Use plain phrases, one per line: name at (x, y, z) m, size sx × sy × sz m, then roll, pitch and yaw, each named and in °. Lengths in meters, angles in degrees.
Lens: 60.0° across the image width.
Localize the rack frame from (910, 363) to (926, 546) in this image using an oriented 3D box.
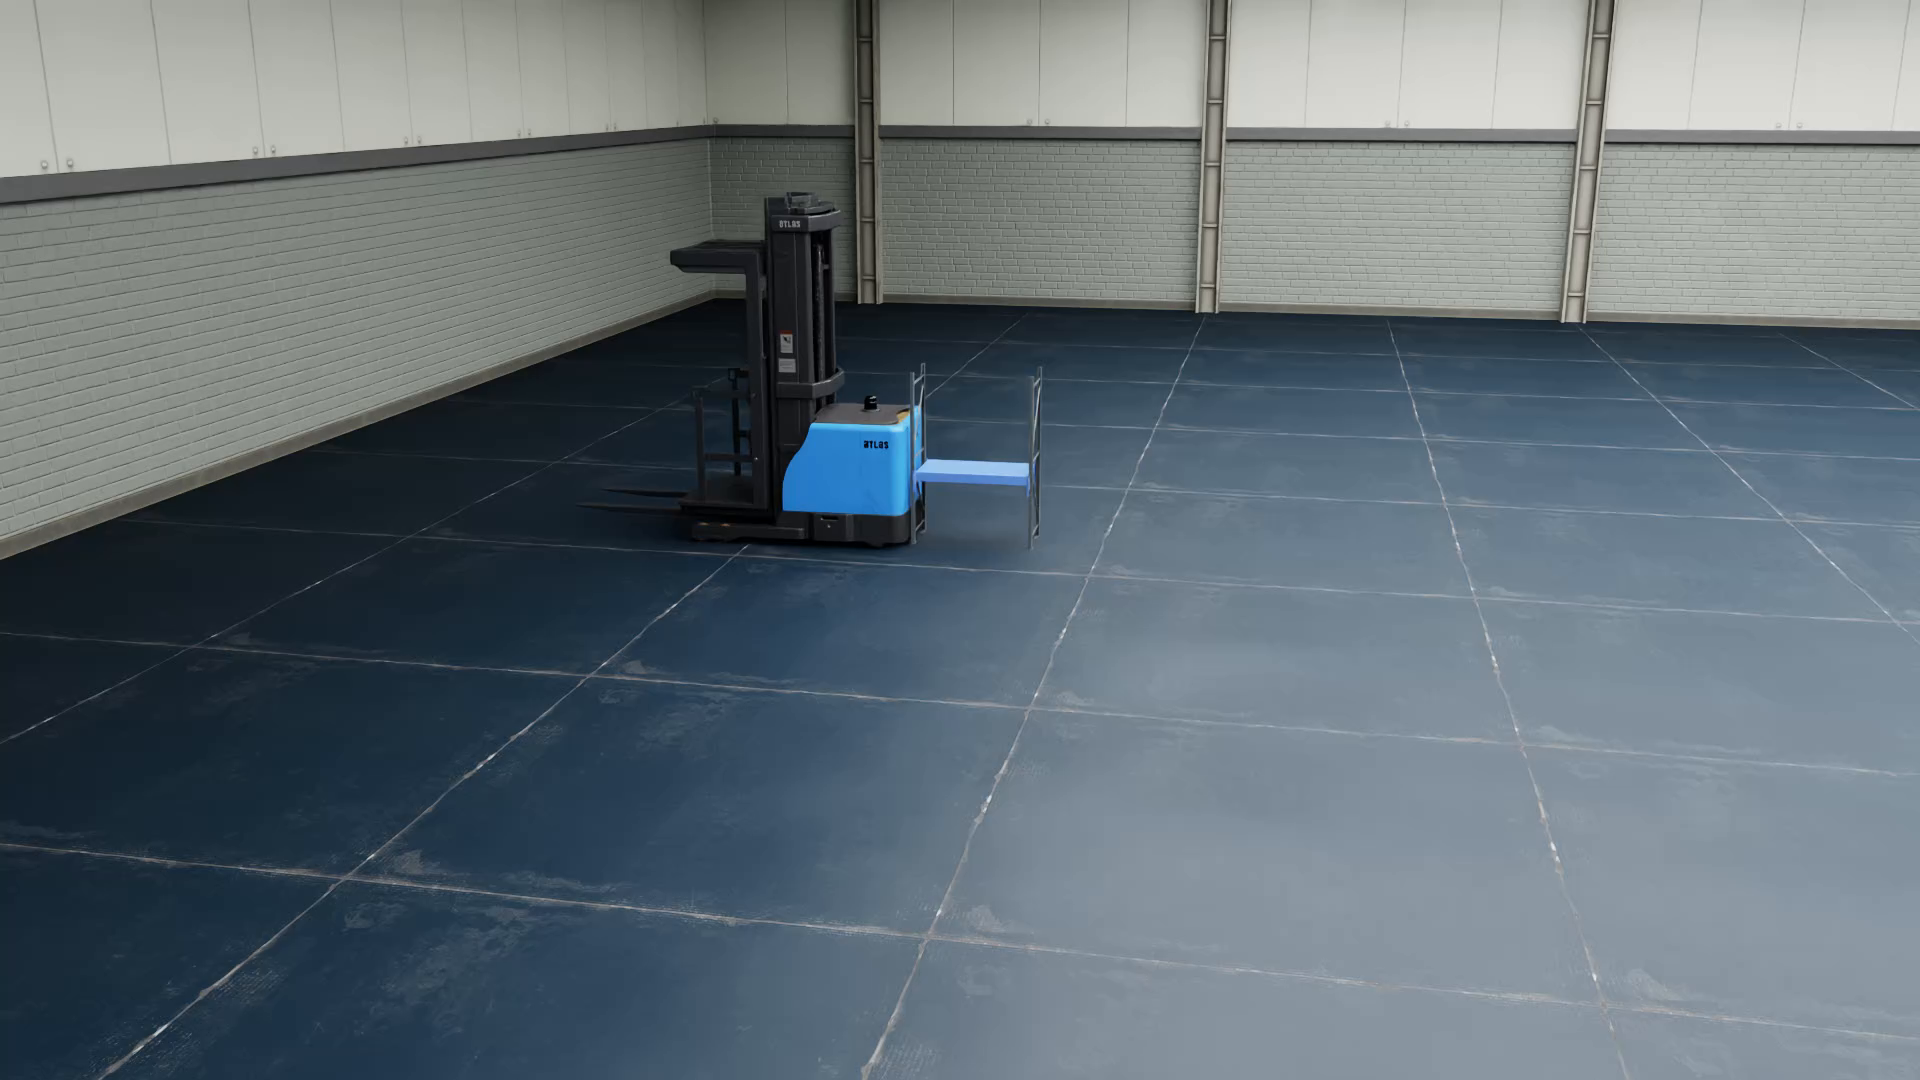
rack frame at (-0.361, -0.741, 14.359) m, size 0.032 × 1.500 × 0.500 m, roll 3°, pitch 16°, yaw 10°

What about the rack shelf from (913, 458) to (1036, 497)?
rack shelf at (0.139, -0.543, 14.318) m, size 1.000 × 0.185 × 0.538 m, roll 3°, pitch 16°, yaw 10°

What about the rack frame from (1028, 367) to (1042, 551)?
rack frame at (0.638, -0.692, 14.181) m, size 0.032 × 1.500 × 0.500 m, roll 3°, pitch 16°, yaw 10°

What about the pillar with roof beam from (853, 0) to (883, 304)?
pillar with roof beam at (-2.468, -7.472, 24.611) m, size 0.400 × 9.000 × 9.100 m, roll 3°, pitch 16°, yaw 11°

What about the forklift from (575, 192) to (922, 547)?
forklift at (-1.870, -1.521, 14.493) m, size 3.031 × 2.935 × 1.130 m, roll 3°, pitch 16°, yaw 10°

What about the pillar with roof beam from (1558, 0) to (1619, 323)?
pillar with roof beam at (9.292, -6.834, 22.307) m, size 0.400 × 9.000 × 9.100 m, roll 3°, pitch 16°, yaw 11°

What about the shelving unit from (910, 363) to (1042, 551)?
shelving unit at (0.139, -0.717, 14.270) m, size 1.048 × 1.500 × 0.538 m, roll 3°, pitch 16°, yaw 10°

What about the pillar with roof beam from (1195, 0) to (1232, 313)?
pillar with roof beam at (3.412, -7.153, 23.459) m, size 0.400 × 9.000 × 9.100 m, roll 3°, pitch 16°, yaw 11°
